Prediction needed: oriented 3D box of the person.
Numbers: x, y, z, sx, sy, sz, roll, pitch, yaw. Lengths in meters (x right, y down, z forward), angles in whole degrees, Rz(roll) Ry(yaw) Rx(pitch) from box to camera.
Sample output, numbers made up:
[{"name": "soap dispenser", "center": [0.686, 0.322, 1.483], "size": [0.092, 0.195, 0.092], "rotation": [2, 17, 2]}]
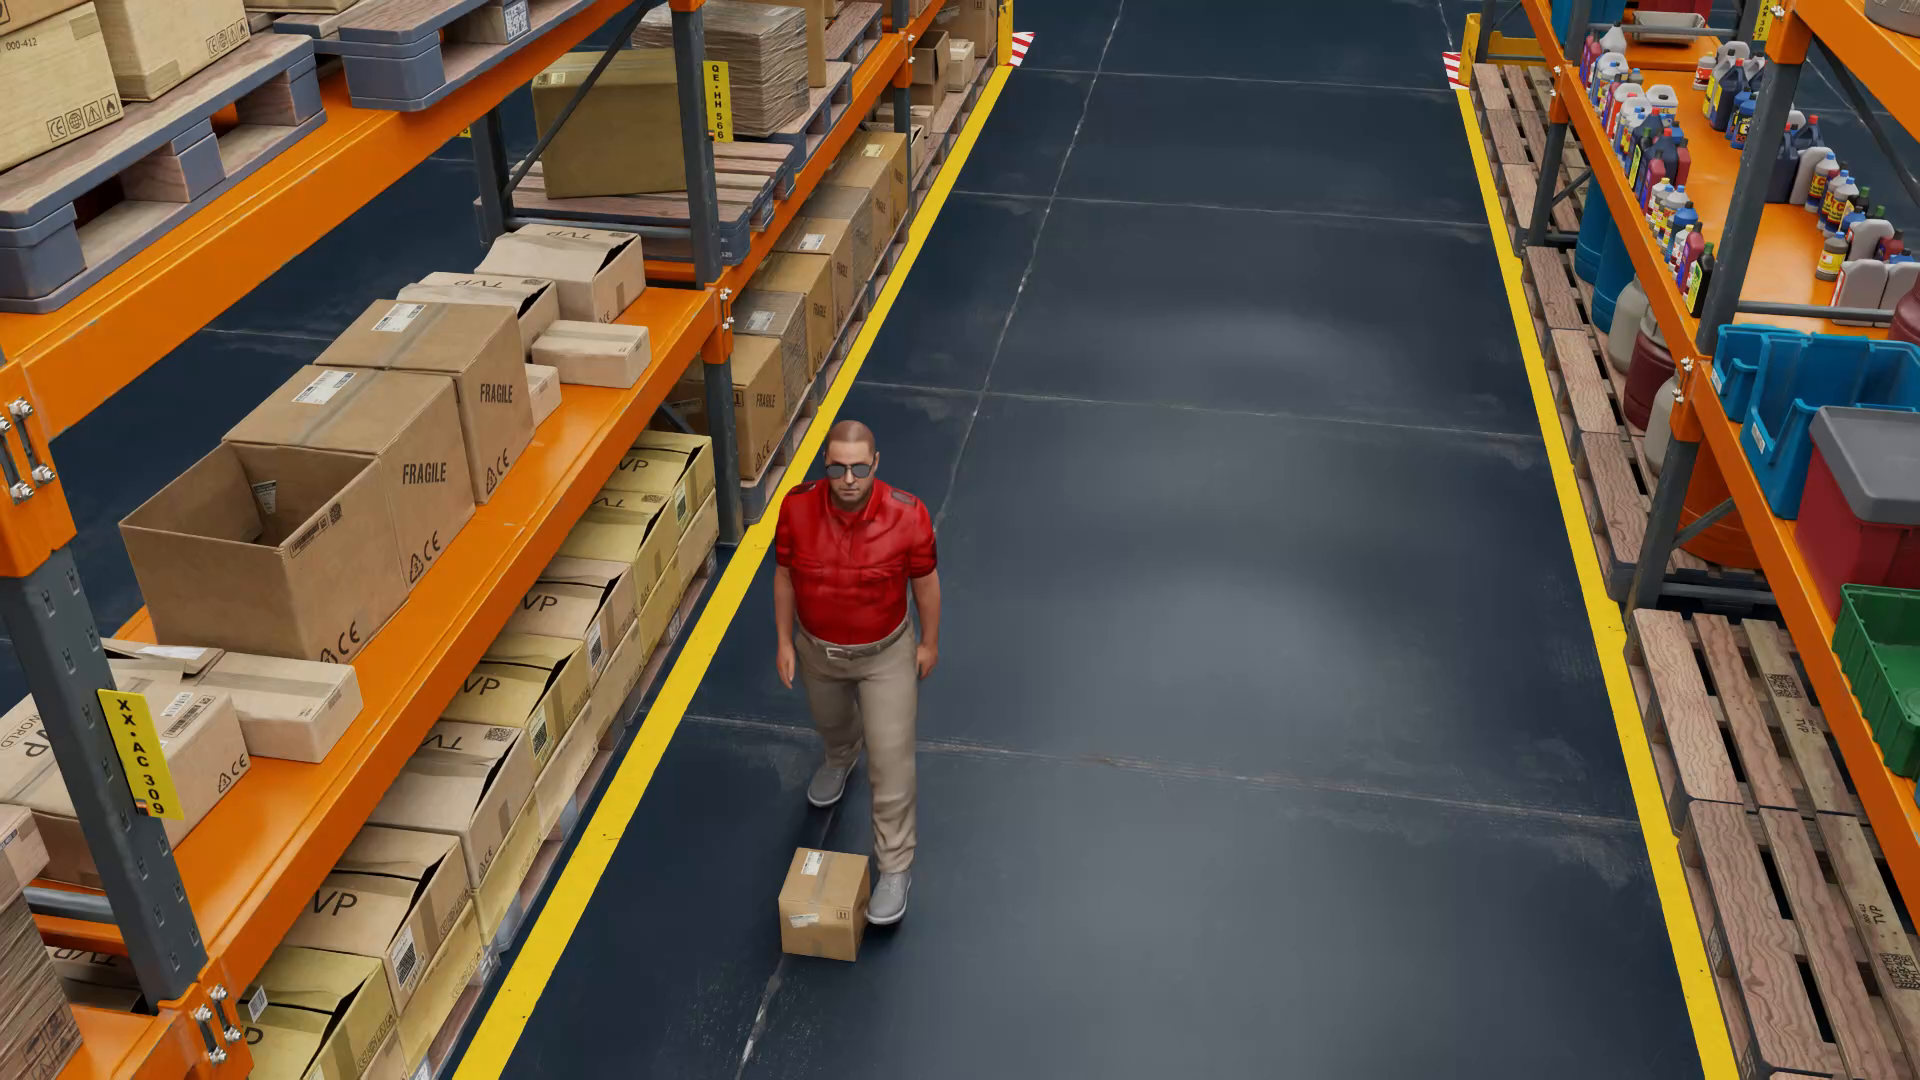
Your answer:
[{"name": "person", "center": [-0.361, 0.380, 5.563], "size": [0.553, 1.690, 0.901], "rotation": [6, 33, 9]}]
